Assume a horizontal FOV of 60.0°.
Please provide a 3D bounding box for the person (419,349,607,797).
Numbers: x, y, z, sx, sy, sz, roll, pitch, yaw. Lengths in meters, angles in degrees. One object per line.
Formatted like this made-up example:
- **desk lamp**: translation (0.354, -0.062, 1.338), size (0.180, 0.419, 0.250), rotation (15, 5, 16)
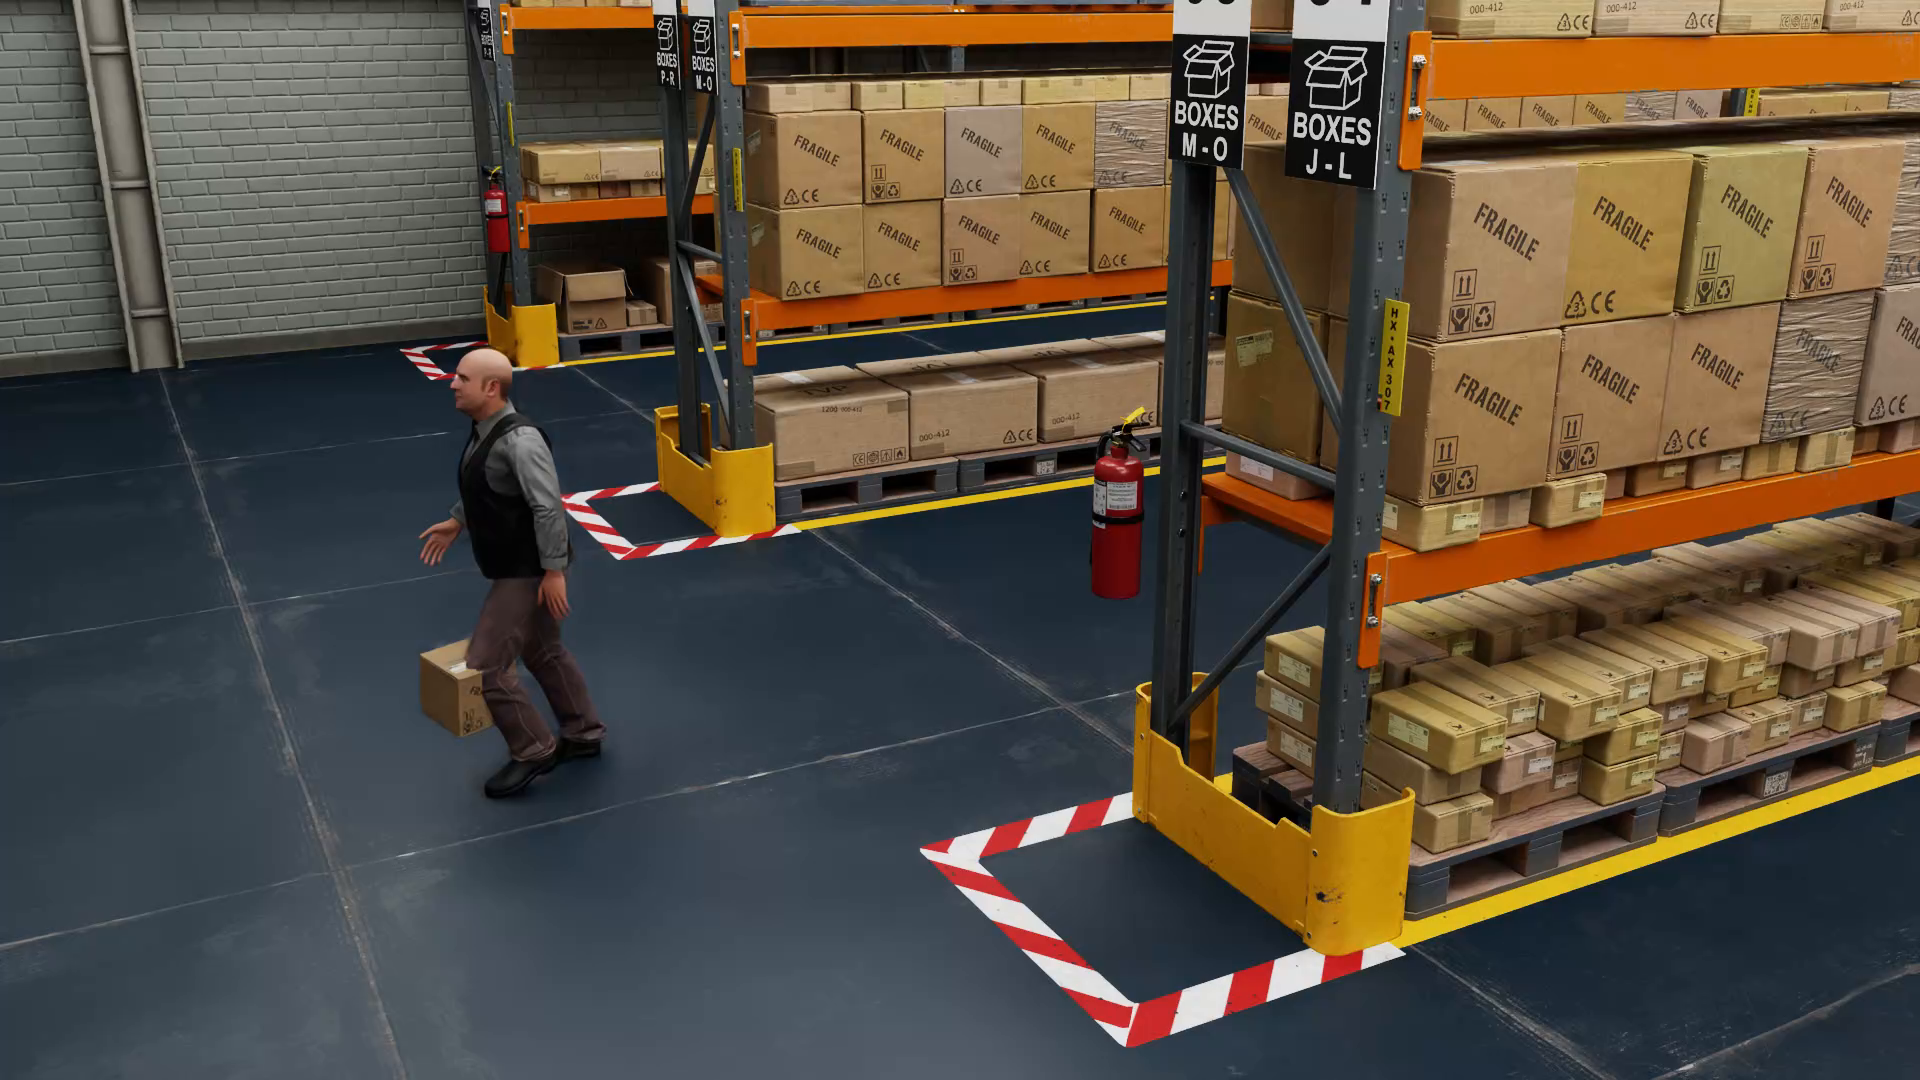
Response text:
- **person**: translation (-1.683, 0.113, 6.293), size (0.637, 1.697, 0.658), rotation (-8, 20, -24)
